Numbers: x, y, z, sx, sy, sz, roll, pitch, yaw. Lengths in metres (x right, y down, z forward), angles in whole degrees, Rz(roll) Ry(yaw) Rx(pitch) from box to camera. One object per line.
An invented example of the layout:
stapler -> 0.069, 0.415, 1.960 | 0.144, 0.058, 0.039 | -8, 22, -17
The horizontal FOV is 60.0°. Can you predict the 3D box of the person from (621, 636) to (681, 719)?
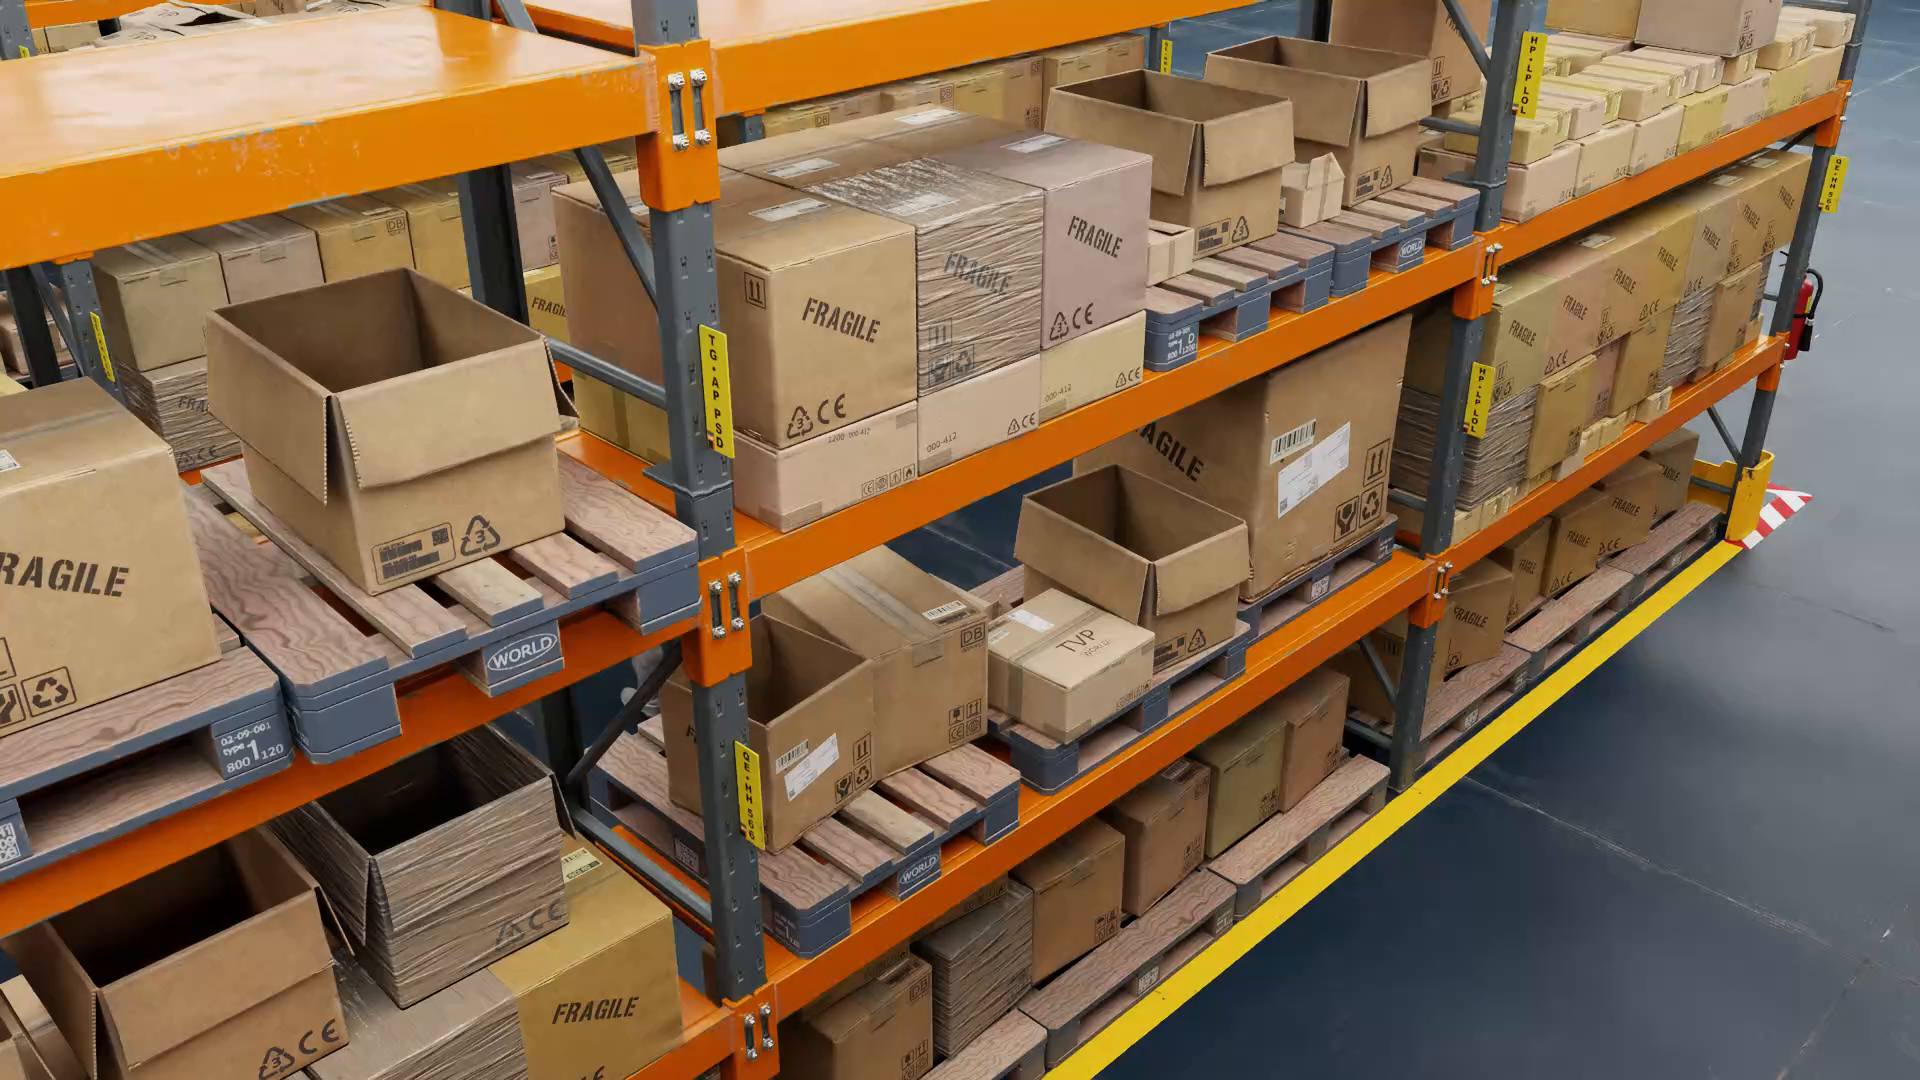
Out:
person -> -1.622, 0.054, 8.490 | 0.567, 1.769, 0.528 | 24, 36, 38
